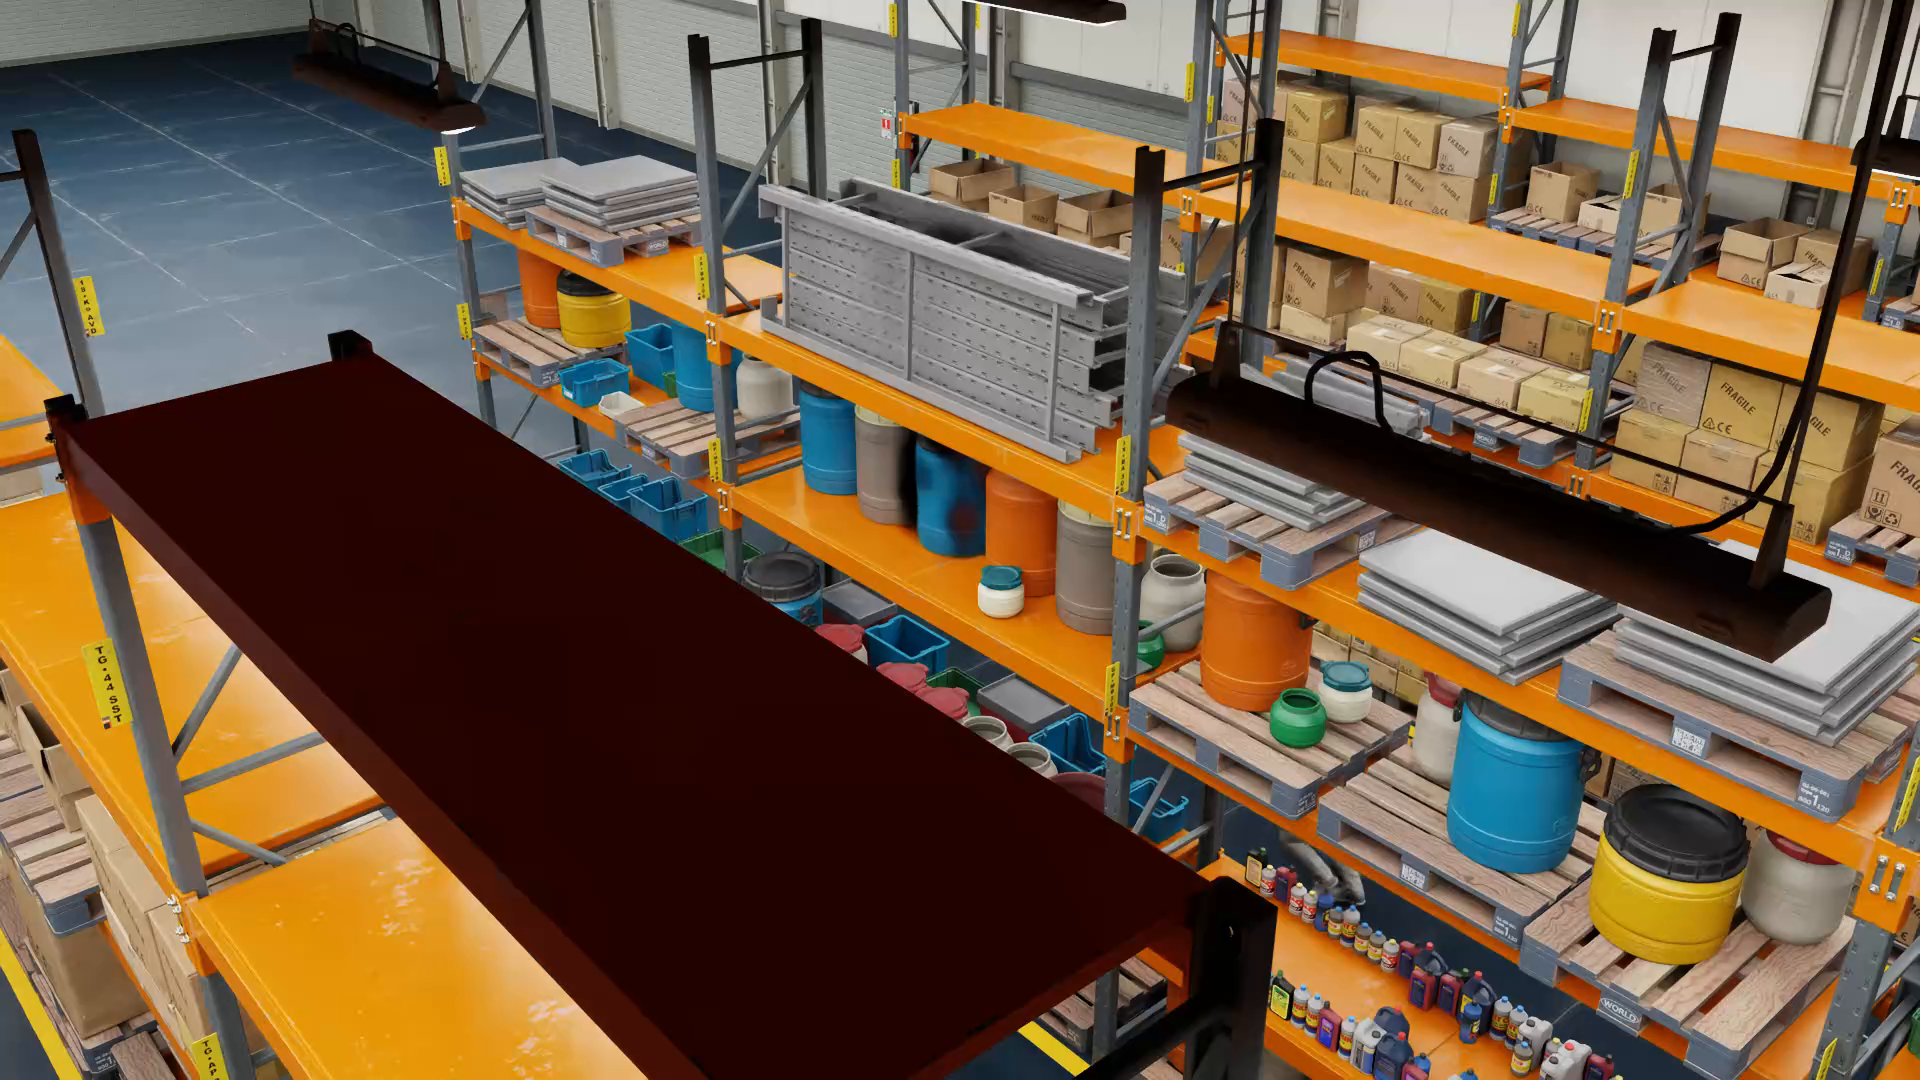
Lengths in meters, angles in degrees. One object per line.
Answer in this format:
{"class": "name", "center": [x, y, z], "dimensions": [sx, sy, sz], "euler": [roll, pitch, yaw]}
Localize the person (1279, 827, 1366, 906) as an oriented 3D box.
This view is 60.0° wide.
{"class": "person", "center": [2.630, 1.908, 12.112], "dimensions": [0.827, 1.552, 0.609], "euler": [21, 33, 35]}
